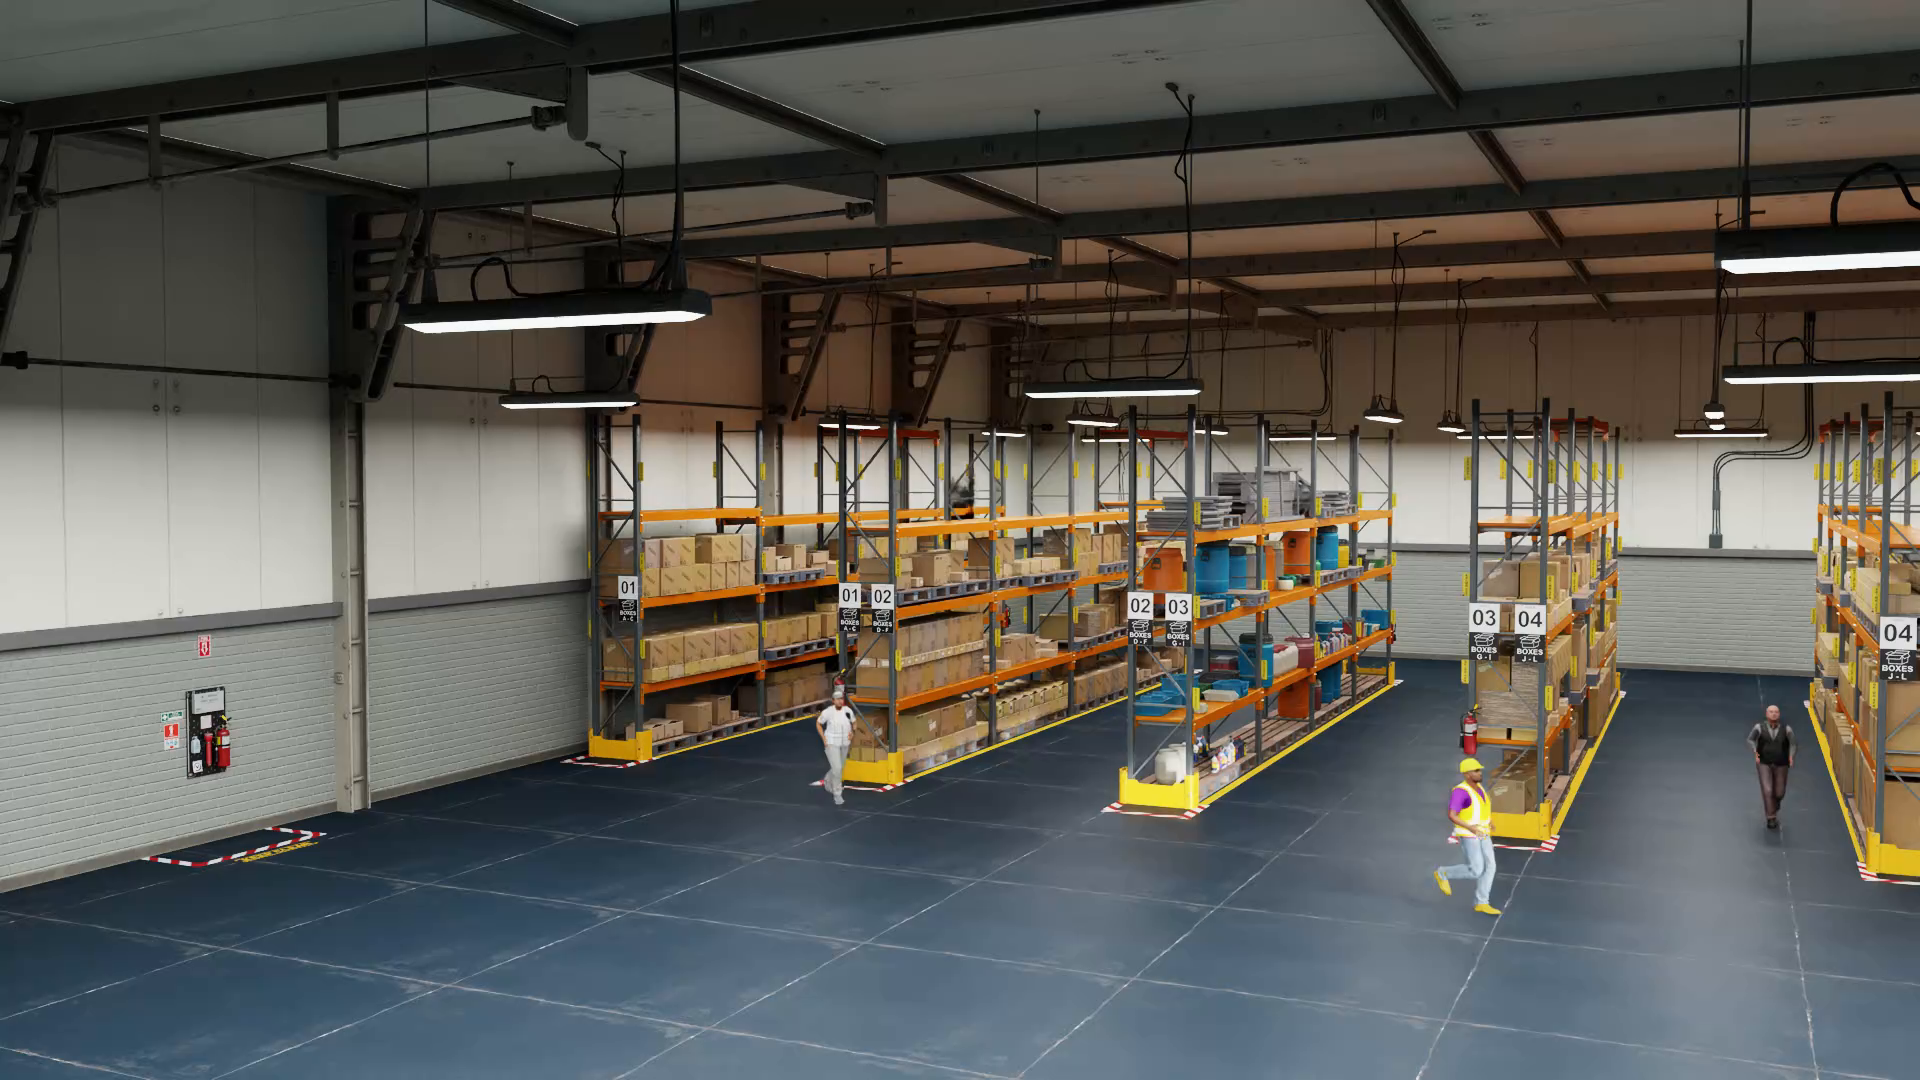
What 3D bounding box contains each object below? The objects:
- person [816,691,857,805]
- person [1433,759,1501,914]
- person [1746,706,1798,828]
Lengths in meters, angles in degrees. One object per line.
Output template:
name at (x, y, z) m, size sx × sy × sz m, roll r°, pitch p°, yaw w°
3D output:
person at (-1.872, 3.125, 25.352) m, size 0.623 × 1.676 × 0.845 m, roll -1°, pitch 3°, yaw -30°
person at (5.838, 3.355, 18.947) m, size 0.698 × 1.735 × 0.739 m, roll -2°, pitch 3°, yaw -44°
person at (11.533, 3.197, 23.622) m, size 0.661 × 1.698 × 0.722 m, roll 1°, pitch 3°, yaw 22°
